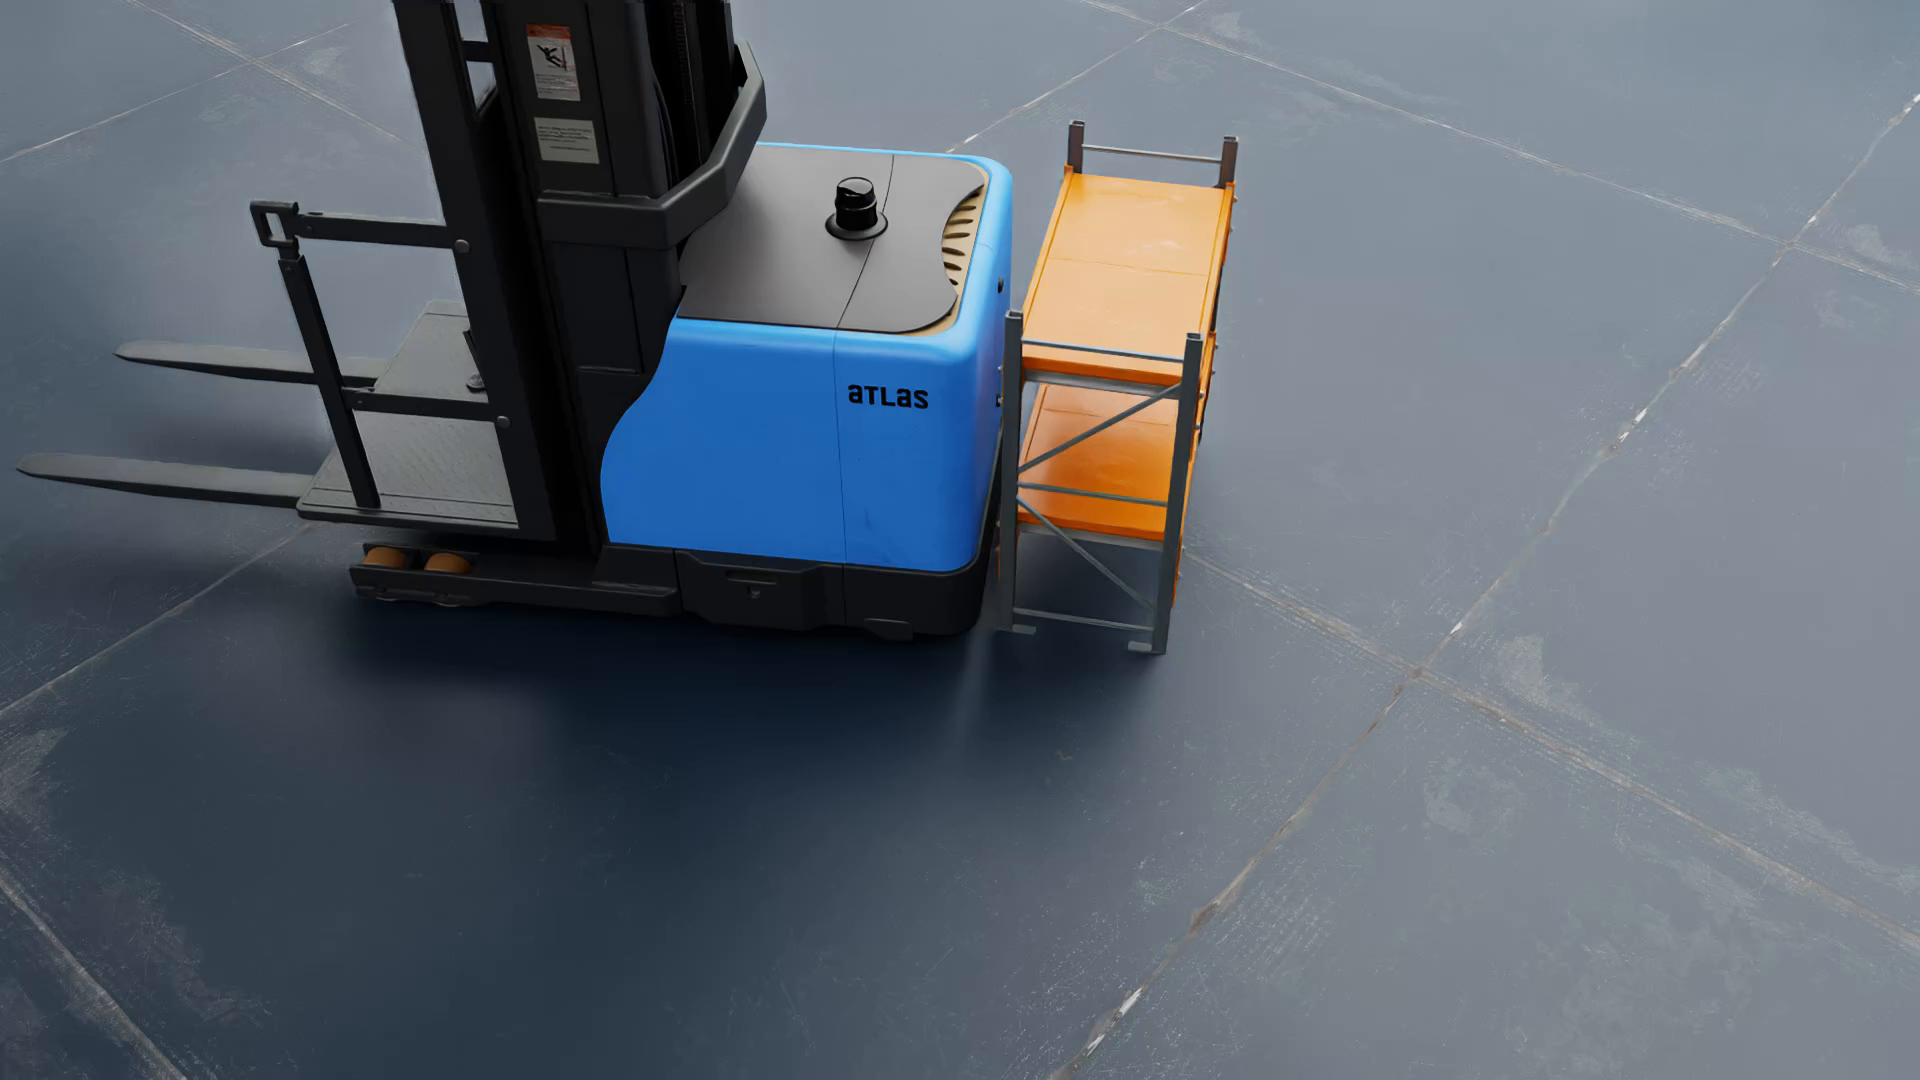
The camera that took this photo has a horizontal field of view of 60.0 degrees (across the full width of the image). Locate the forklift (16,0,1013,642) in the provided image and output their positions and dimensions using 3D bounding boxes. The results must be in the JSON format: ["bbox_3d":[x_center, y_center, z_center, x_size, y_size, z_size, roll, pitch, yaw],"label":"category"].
[{"bbox_3d":[-1.389,-1.229,4.423,3.031,2.935,1.130,5,43,6],"label":"forklift"}]

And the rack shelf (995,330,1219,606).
[{"bbox_3d":[0.466,-0.276,5.081,0.538,0.278,1.000,8,43,9],"label":"rack shelf"}]

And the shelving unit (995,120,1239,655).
[{"bbox_3d":[0.466,-0.457,4.917,0.538,1.125,1.048,8,43,9],"label":"shelving unit"}]

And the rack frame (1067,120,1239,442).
[{"bbox_3d":[0.571,-0.792,5.285,0.500,1.125,0.032,8,43,9],"label":"rack frame"}]

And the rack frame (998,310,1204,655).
[{"bbox_3d":[0.361,-0.123,4.549,0.500,1.125,0.032,8,43,9],"label":"rack frame"}]

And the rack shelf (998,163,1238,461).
[{"bbox_3d":[0.466,-0.674,4.720,0.538,0.278,1.000,8,43,9],"label":"rack shelf"}]
